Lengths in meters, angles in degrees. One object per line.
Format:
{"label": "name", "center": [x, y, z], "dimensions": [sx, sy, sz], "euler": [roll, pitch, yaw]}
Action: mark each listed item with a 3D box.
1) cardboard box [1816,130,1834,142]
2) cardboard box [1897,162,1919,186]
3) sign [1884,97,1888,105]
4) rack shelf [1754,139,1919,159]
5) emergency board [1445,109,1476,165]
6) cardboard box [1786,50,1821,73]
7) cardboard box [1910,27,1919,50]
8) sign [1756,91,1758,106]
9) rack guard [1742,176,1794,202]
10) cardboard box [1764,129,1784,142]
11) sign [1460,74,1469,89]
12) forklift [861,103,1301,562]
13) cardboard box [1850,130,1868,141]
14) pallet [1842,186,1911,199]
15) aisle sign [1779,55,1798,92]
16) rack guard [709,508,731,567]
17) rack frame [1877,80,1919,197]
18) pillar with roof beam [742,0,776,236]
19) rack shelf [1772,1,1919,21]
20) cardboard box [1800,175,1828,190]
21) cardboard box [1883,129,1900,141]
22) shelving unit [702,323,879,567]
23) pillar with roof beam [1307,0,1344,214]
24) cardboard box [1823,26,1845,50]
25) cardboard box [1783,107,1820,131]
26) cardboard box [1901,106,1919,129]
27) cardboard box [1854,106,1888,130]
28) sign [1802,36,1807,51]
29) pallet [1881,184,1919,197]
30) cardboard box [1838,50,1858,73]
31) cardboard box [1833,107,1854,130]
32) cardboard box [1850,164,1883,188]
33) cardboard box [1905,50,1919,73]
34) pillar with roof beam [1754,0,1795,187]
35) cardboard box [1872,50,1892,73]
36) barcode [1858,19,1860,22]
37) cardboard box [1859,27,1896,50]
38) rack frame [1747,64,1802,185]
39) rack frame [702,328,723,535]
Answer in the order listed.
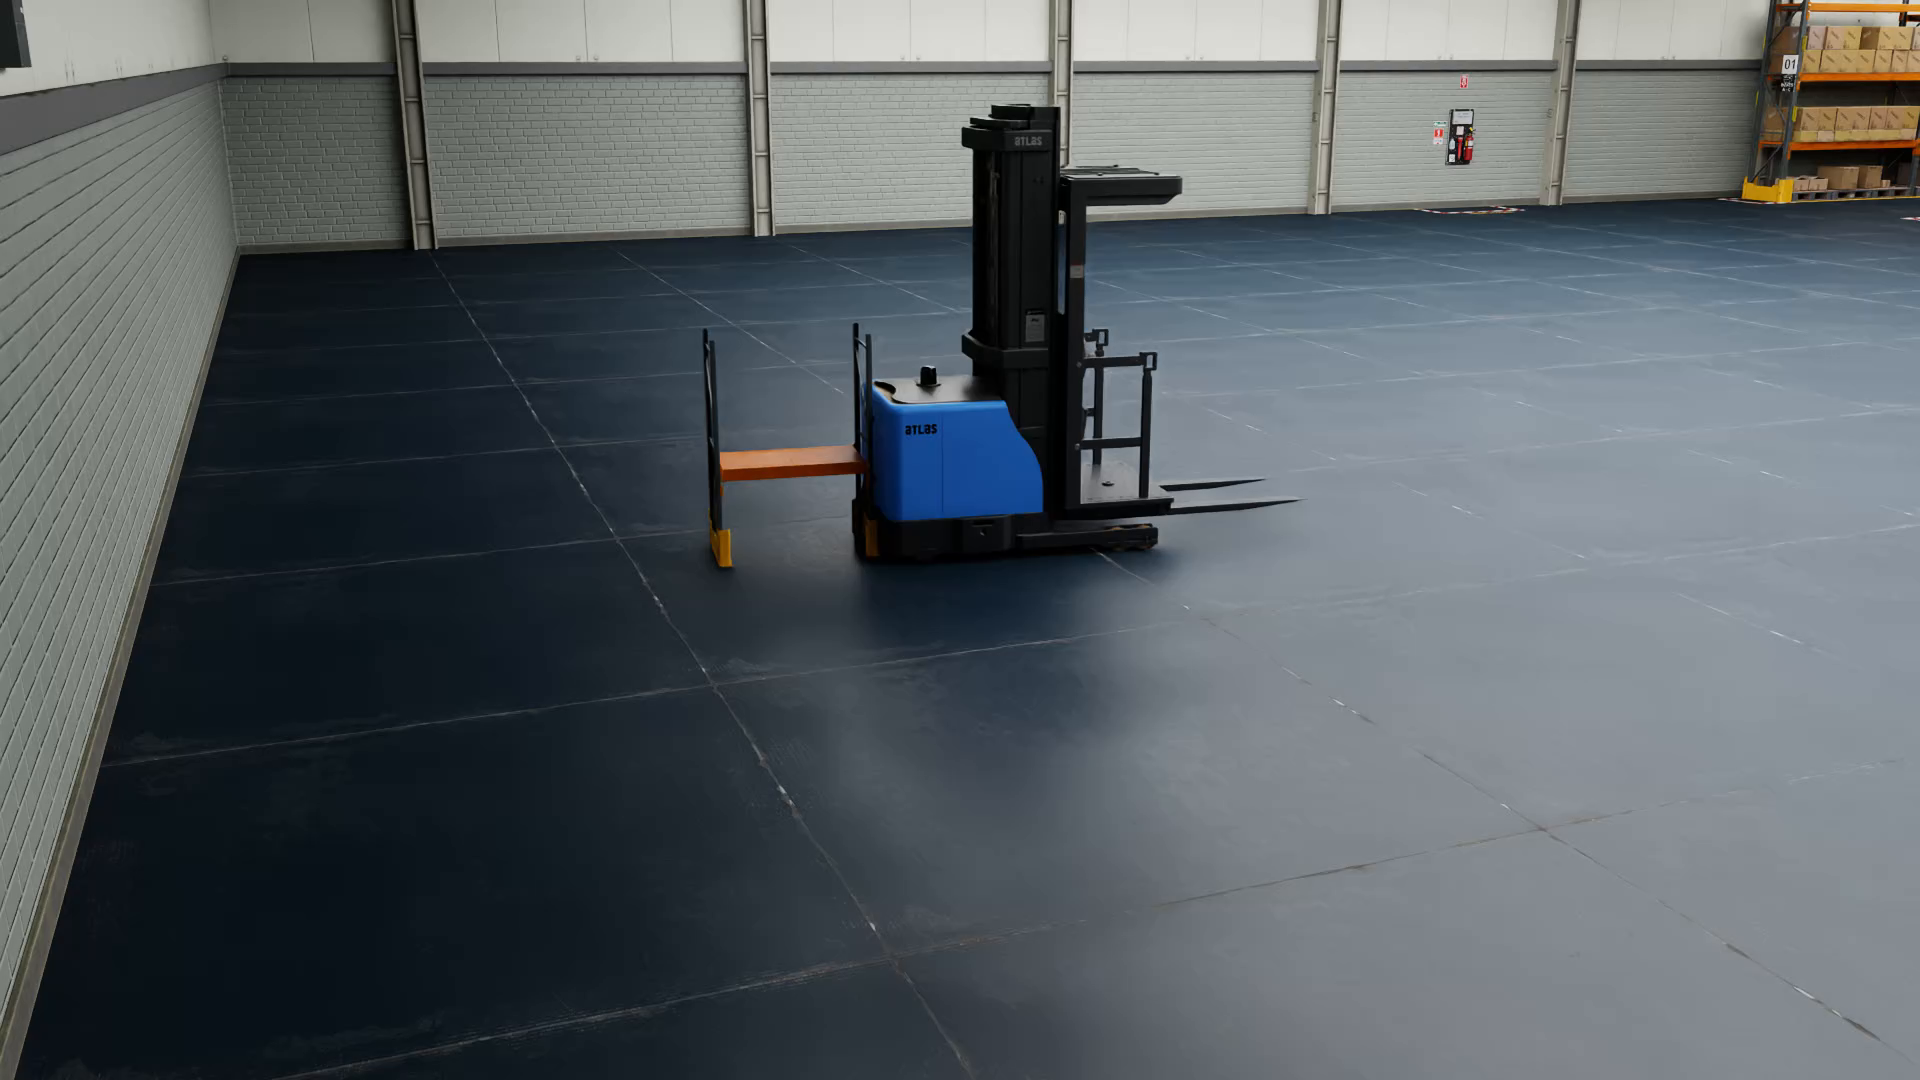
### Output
{"label": "cardboard box", "center": [19.458, -9.181, 37.770], "dimensions": [0.500, 0.250, 0.500], "euler": [-7, 18, -22]}
{"label": "cardboard box", "center": [22.826, -8.715, 39.608], "dimensions": [0.500, 0.500, 0.700], "euler": [-6, 17, -18]}
{"label": "sign", "center": [21.942, -10.326, 39.383], "dimensions": [0.005, 0.325, 0.100], "euler": [-6, 17, -20]}
{"label": "rack shelf", "center": [20.277, -9.078, 38.465], "dimensions": [4.000, 0.370, 1.077], "euler": [-6, 17, -20]}
{"label": "emergency board", "center": [10.829, -8.676, 35.818], "dimensions": [0.643, 1.169, 0.194], "euler": [-6, 17, -20]}
{"label": "cardboard box", "center": [18.811, -10.686, 37.128], "dimensions": [0.500, 0.500, 0.500], "euler": [-6, 17, -19]}
{"label": "cardboard box", "center": [21.774, -11.480, 38.055], "dimensions": [0.500, 0.500, 0.500], "euler": [-8, 18, -25]}
{"label": "sign", "center": [18.229, -10.077, 37.974], "dimensions": [0.005, 0.325, 0.100], "euler": [-6, 17, -20]}
{"label": "rack guard", "center": [18.480, -8.030, 38.056], "dimensions": [0.348, 0.500, 1.175], "euler": [-6, 17, -20]}
{"label": "cardboard box", "center": [18.776, -9.257, 38.030], "dimensions": [0.500, 0.250, 0.500], "euler": [-6, 17, -19]}
{"label": "sign", "center": [10.786, -9.813, 35.578], "dimensions": [0.199, 0.298, 0.001], "euler": [-6, 17, -20]}
{"label": "forklift", "center": [0.870, -1.468, 11.394], "dimensions": [3.031, 2.935, 1.130], "euler": [-4, 17, -13]}
{"label": "cardboard box", "center": [20.409, -9.281, 38.111], "dimensions": [0.500, 0.250, 0.500], "euler": [-6, 17, -20]}
{"label": "pallet", "center": [21.530, -8.210, 39.181], "dimensions": [1.213, 0.211, 1.003], "euler": [-6, 17, -20]}
{"label": "aisle sign", "center": [18.449, -10.383, 37.017], "dimensions": [0.004, 0.787, 0.394], "euler": [-6, 17, -20]}
{"label": "rack guard", "center": [-1.621, -0.021, 11.226], "dimensions": [0.087, 0.250, 0.587], "euler": [-4, 17, -13]}
{"label": "rack frame", "center": [22.144, -9.625, 39.051], "dimensions": [0.127, 3.000, 1.000], "euler": [-6, 17, -20]}
{"label": "pillar with roof beam", "center": [-2.117, -8.846, 25.750], "dimensions": [0.400, 9.000, 9.100], "euler": [-6, 17, -20]}
{"label": "rack shelf", "center": [20.277, -11.955, 37.620], "dimensions": [4.000, 0.370, 1.077], "euler": [-6, 17, -20]}
{"label": "cardboard box", "center": [19.620, -8.246, 38.347], "dimensions": [0.500, 0.311, 0.500], "euler": [-5, 17, -15]}
{"label": "cardboard box", "center": [21.342, -9.387, 38.471], "dimensions": [0.500, 0.250, 0.500], "euler": [-6, 17, -20]}
{"label": "shelving unit", "center": [-1.138, -0.655, 11.166], "dimensions": [1.083, 1.500, 0.587], "euler": [-4, 17, -13]}
{"label": "pillar with roof beam", "center": [9.088, -10.056, 29.870], "dimensions": [0.400, 9.000, 9.100], "euler": [-6, 17, -20]}
{"label": "cardboard box", "center": [19.342, -11.210, 37.138], "dimensions": [0.500, 0.500, 0.500], "euler": [-6, 18, -21]}
{"label": "cardboard box", "center": [18.963, -9.488, 37.484], "dimensions": [0.500, 0.500, 0.500], "euler": [-6, 17, -20]}
{"label": "cardboard box", "center": [21.814, -9.793, 38.524], "dimensions": [0.500, 0.500, 0.500], "euler": [-6, 17, -20]}
{"label": "cardboard box", "center": [20.875, -9.694, 38.184], "dimensions": [0.500, 0.500, 0.500], "euler": [-7, 18, -22]}
{"label": "sign", "center": [18.604, -10.937, 36.645], "dimensions": [0.005, 0.325, 0.100], "euler": [-6, 17, -20]}
{"label": "pallet", "center": [22.871, -8.366, 39.712], "dimensions": [1.213, 0.211, 1.003], "euler": [-6, 17, -20]}
{"label": "cardboard box", "center": [19.809, -10.785, 37.463], "dimensions": [0.500, 0.500, 0.500], "euler": [-5, 17, -18]}
{"label": "cardboard box", "center": [19.912, -9.586, 37.817], "dimensions": [0.500, 0.500, 0.500], "euler": [-7, 18, -22]}
{"label": "cardboard box", "center": [21.190, -8.521, 38.949], "dimensions": [0.500, 0.500, 0.500], "euler": [-8, 18, -24]}
{"label": "cardboard box", "center": [21.759, -11.006, 38.215], "dimensions": [0.500, 0.500, 0.500], "euler": [-6, 17, -19]}
{"label": "pillar with roof beam", "center": [20.294, -11.266, 33.990], "dimensions": [0.400, 9.000, 9.100], "euler": [-6, 17, -20]}
{"label": "cardboard box", "center": [20.781, -10.892, 37.830], "dimensions": [0.500, 0.500, 0.500], "euler": [-7, 18, -22]}
{"label": "barcode", "center": [20.693, -11.949, 38.268], "dimensions": [0.075, 0.075, 0.001], "euler": [-6, 17, -20]}
{"label": "cardboard box", "center": [20.782, -11.366, 37.669], "dimensions": [0.500, 0.500, 0.500], "euler": [-7, 18, -22]}
{"label": "rack frame", "center": [18.409, -9.222, 37.677], "dimensions": [0.127, 3.000, 1.000], "euler": [-6, 17, -20]}
{"label": "rack frame", "center": [-1.640, -0.619, 11.045], "dimensions": [0.032, 1.500, 0.500], "euler": [-4, 17, -13]}
